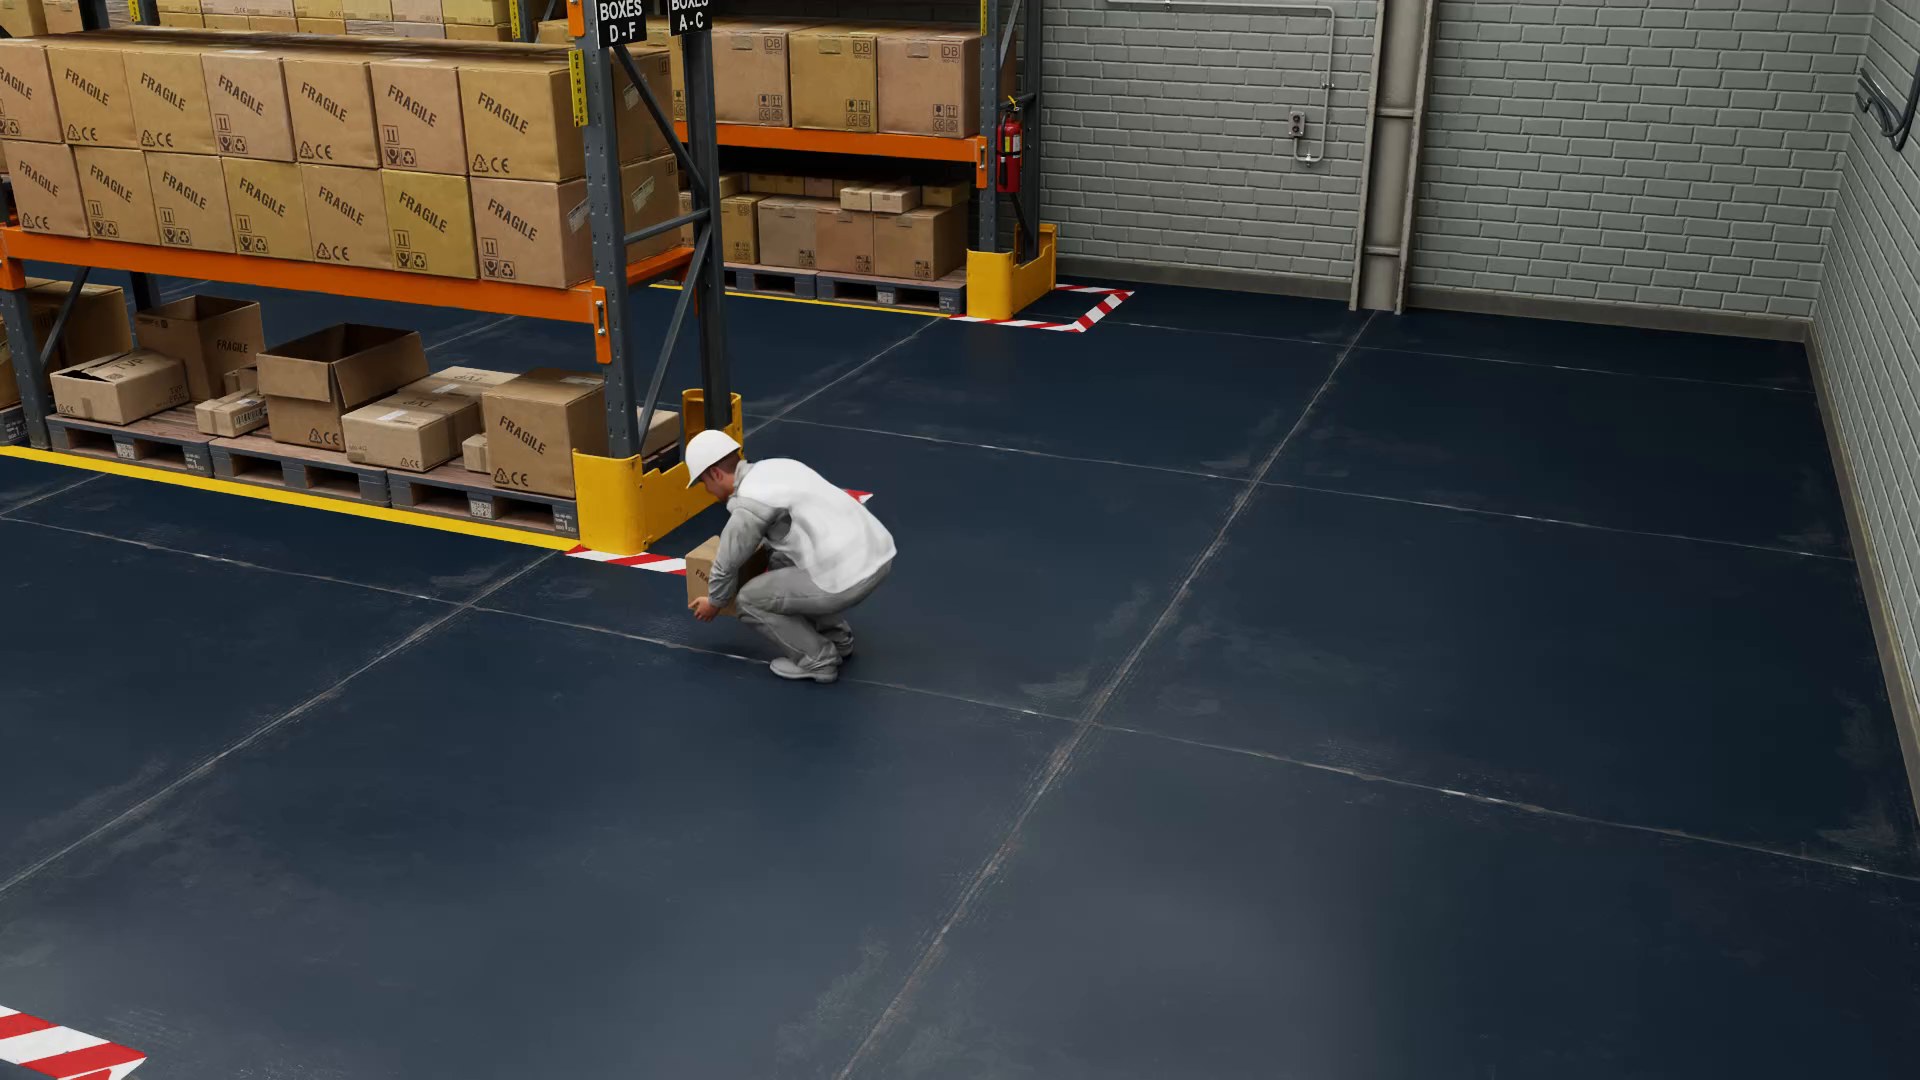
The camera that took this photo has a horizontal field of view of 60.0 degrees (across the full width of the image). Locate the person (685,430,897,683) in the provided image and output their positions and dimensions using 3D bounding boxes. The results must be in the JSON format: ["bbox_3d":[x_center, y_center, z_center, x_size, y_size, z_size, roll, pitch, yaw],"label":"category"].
[{"bbox_3d":[-0.714,0.050,6.948,0.862,1.013,0.532,9,24,20],"label":"person"}]
